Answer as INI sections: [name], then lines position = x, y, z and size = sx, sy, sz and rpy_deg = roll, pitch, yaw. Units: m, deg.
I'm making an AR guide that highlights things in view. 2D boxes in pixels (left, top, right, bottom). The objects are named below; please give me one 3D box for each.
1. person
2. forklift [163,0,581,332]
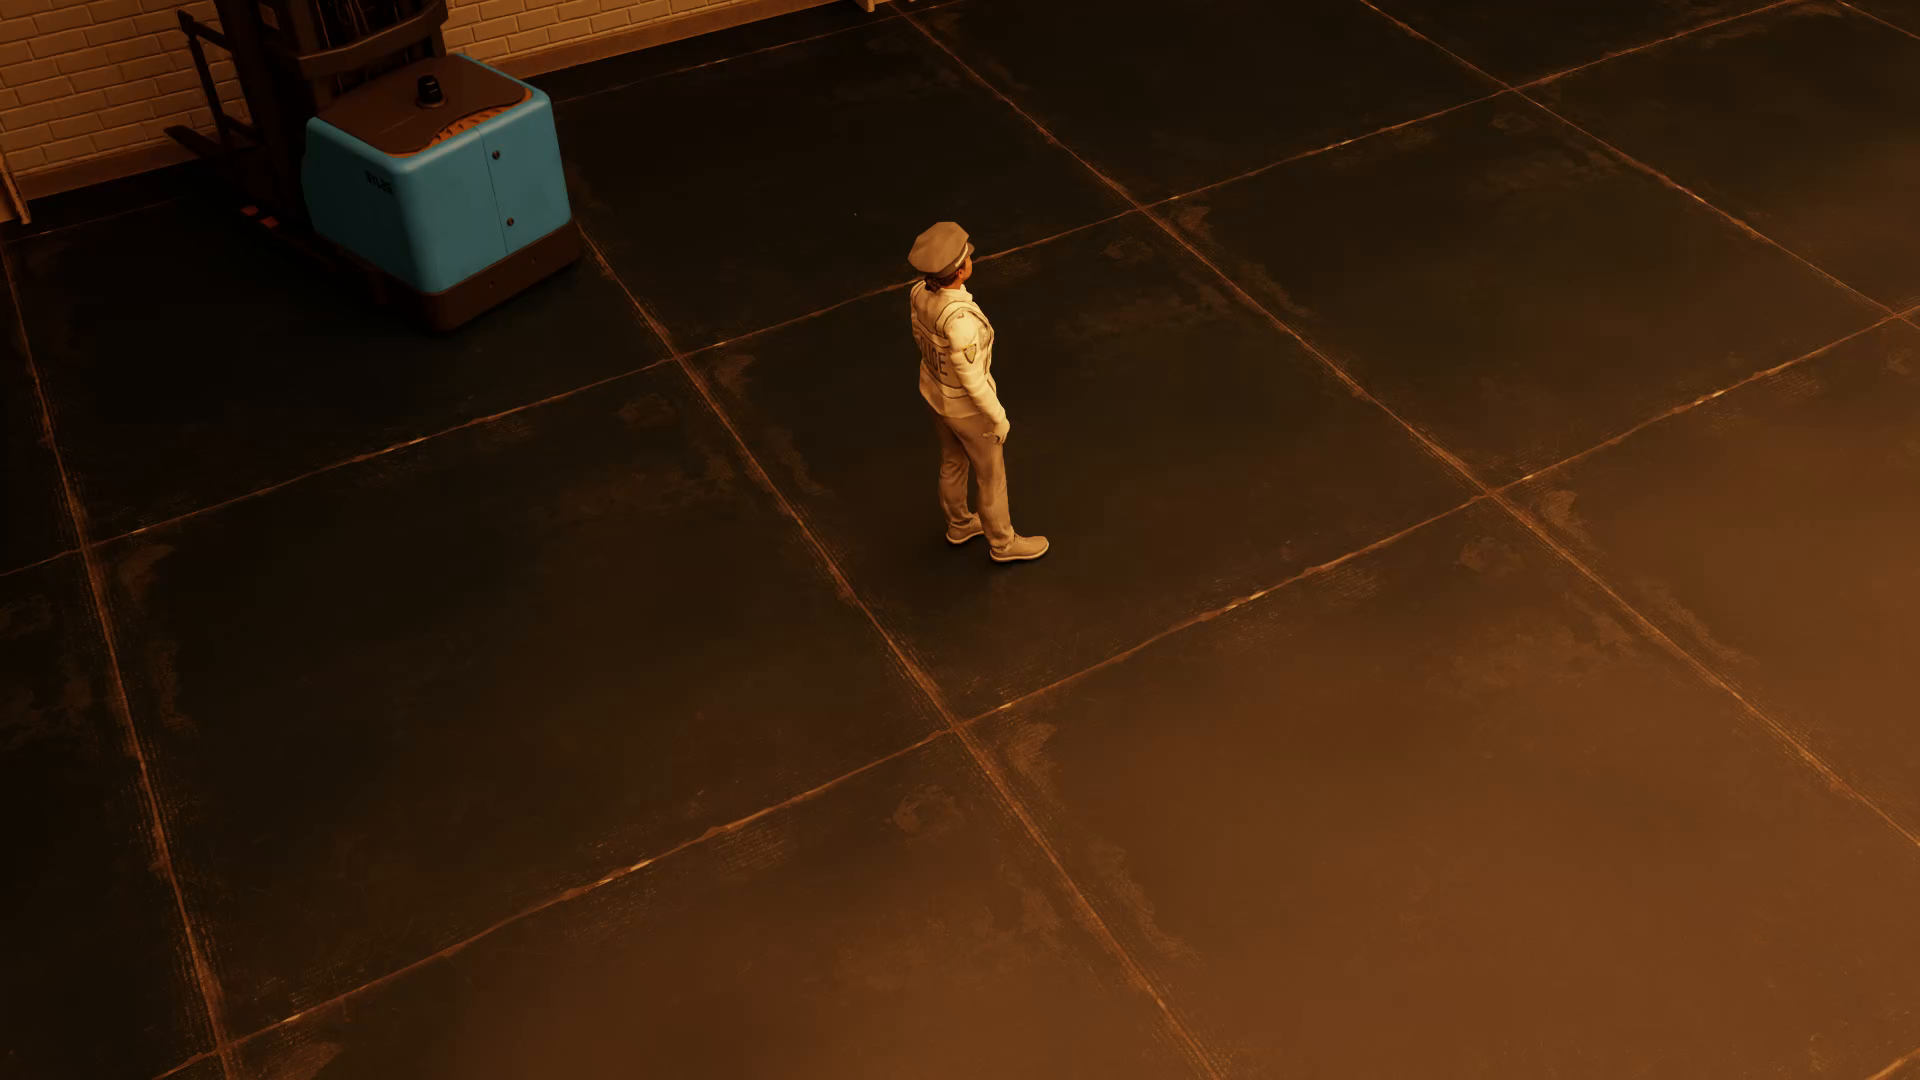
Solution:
[person]
position = 0.062, -0.646, 7.293
size = 0.531, 1.695, 0.588
rpy_deg = -21, 47, -21
[forklift]
position = -3.629, -3.041, 8.977
size = 3.031, 2.935, 1.130
rpy_deg = 29, 50, 28
